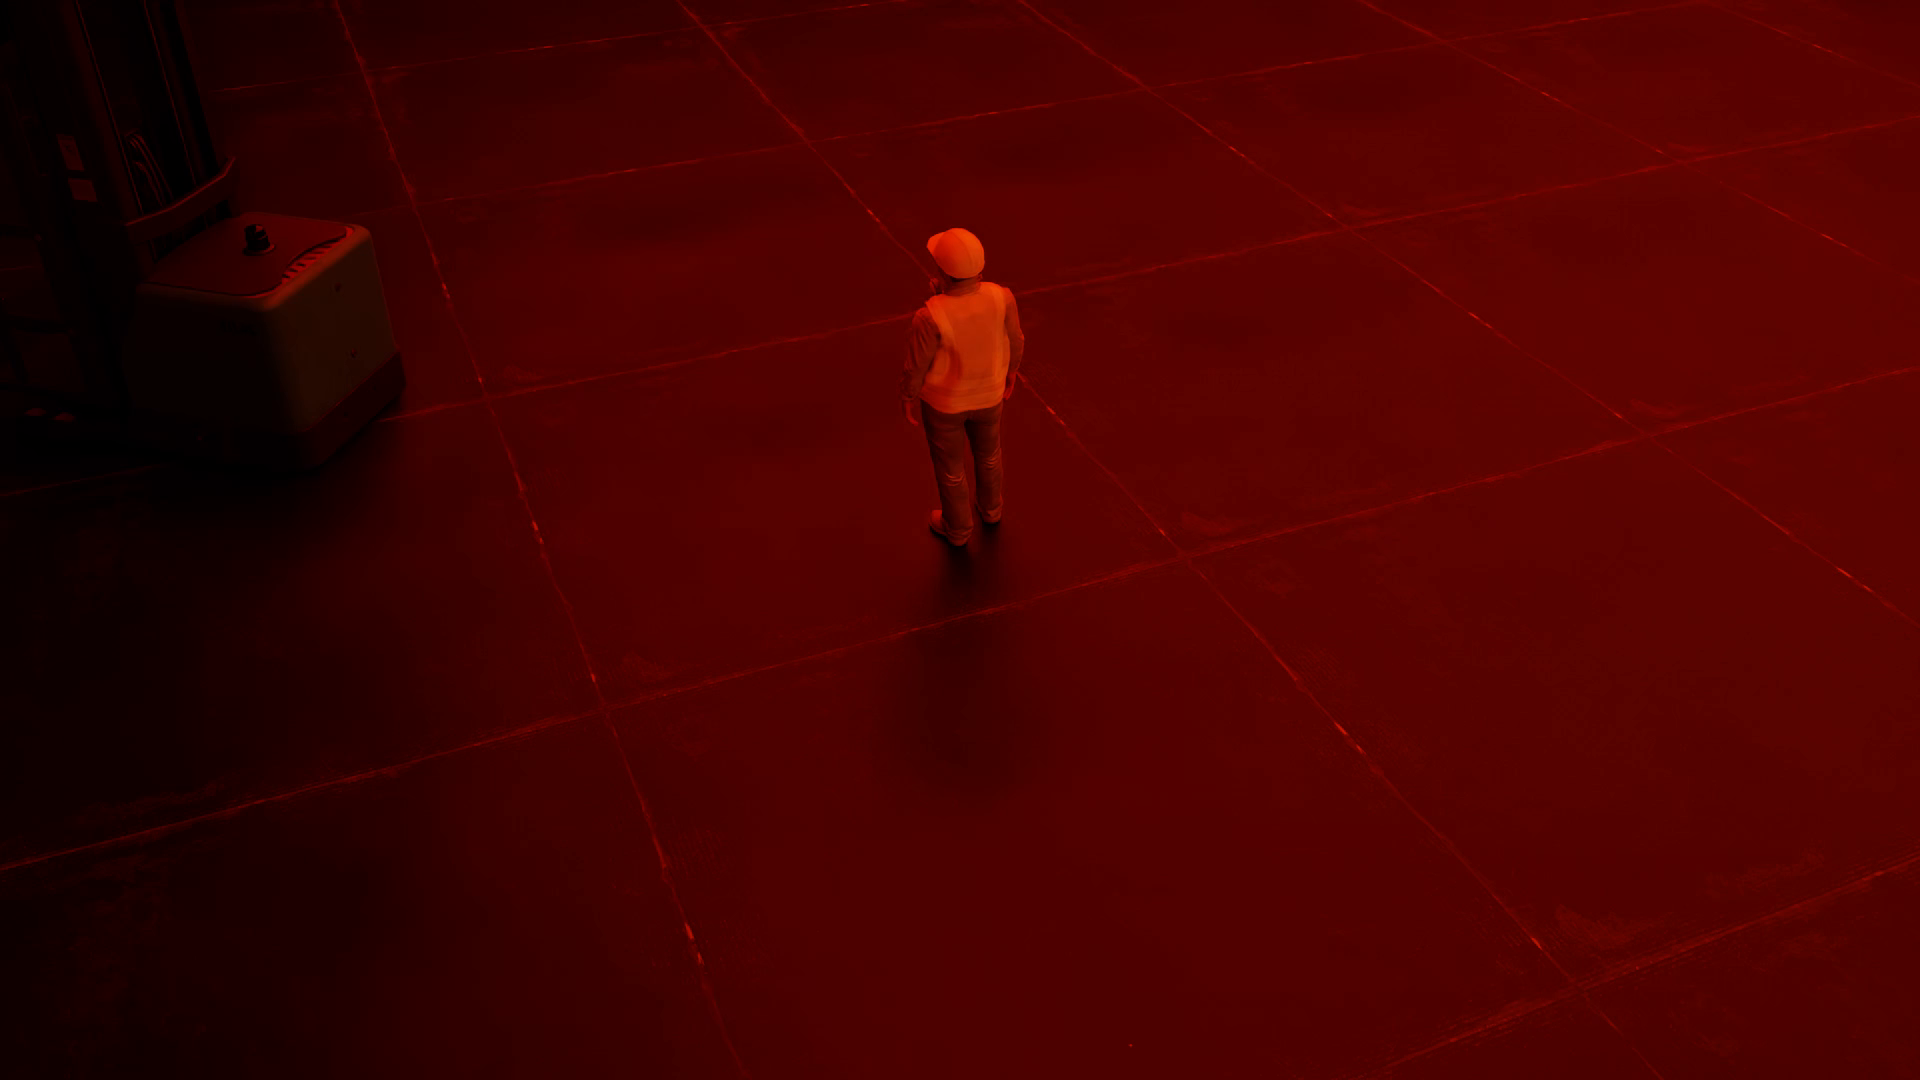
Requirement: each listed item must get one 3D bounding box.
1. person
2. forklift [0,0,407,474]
[{"bbox_3d":[-0.018,-0.764,8.159,0.633,1.775,0.566,-14,38,-19],"label":"person"},{"bbox_3d":[-4.829,-2.030,8.953,3.031,2.935,1.130,9,36,13],"label":"forklift"}]
